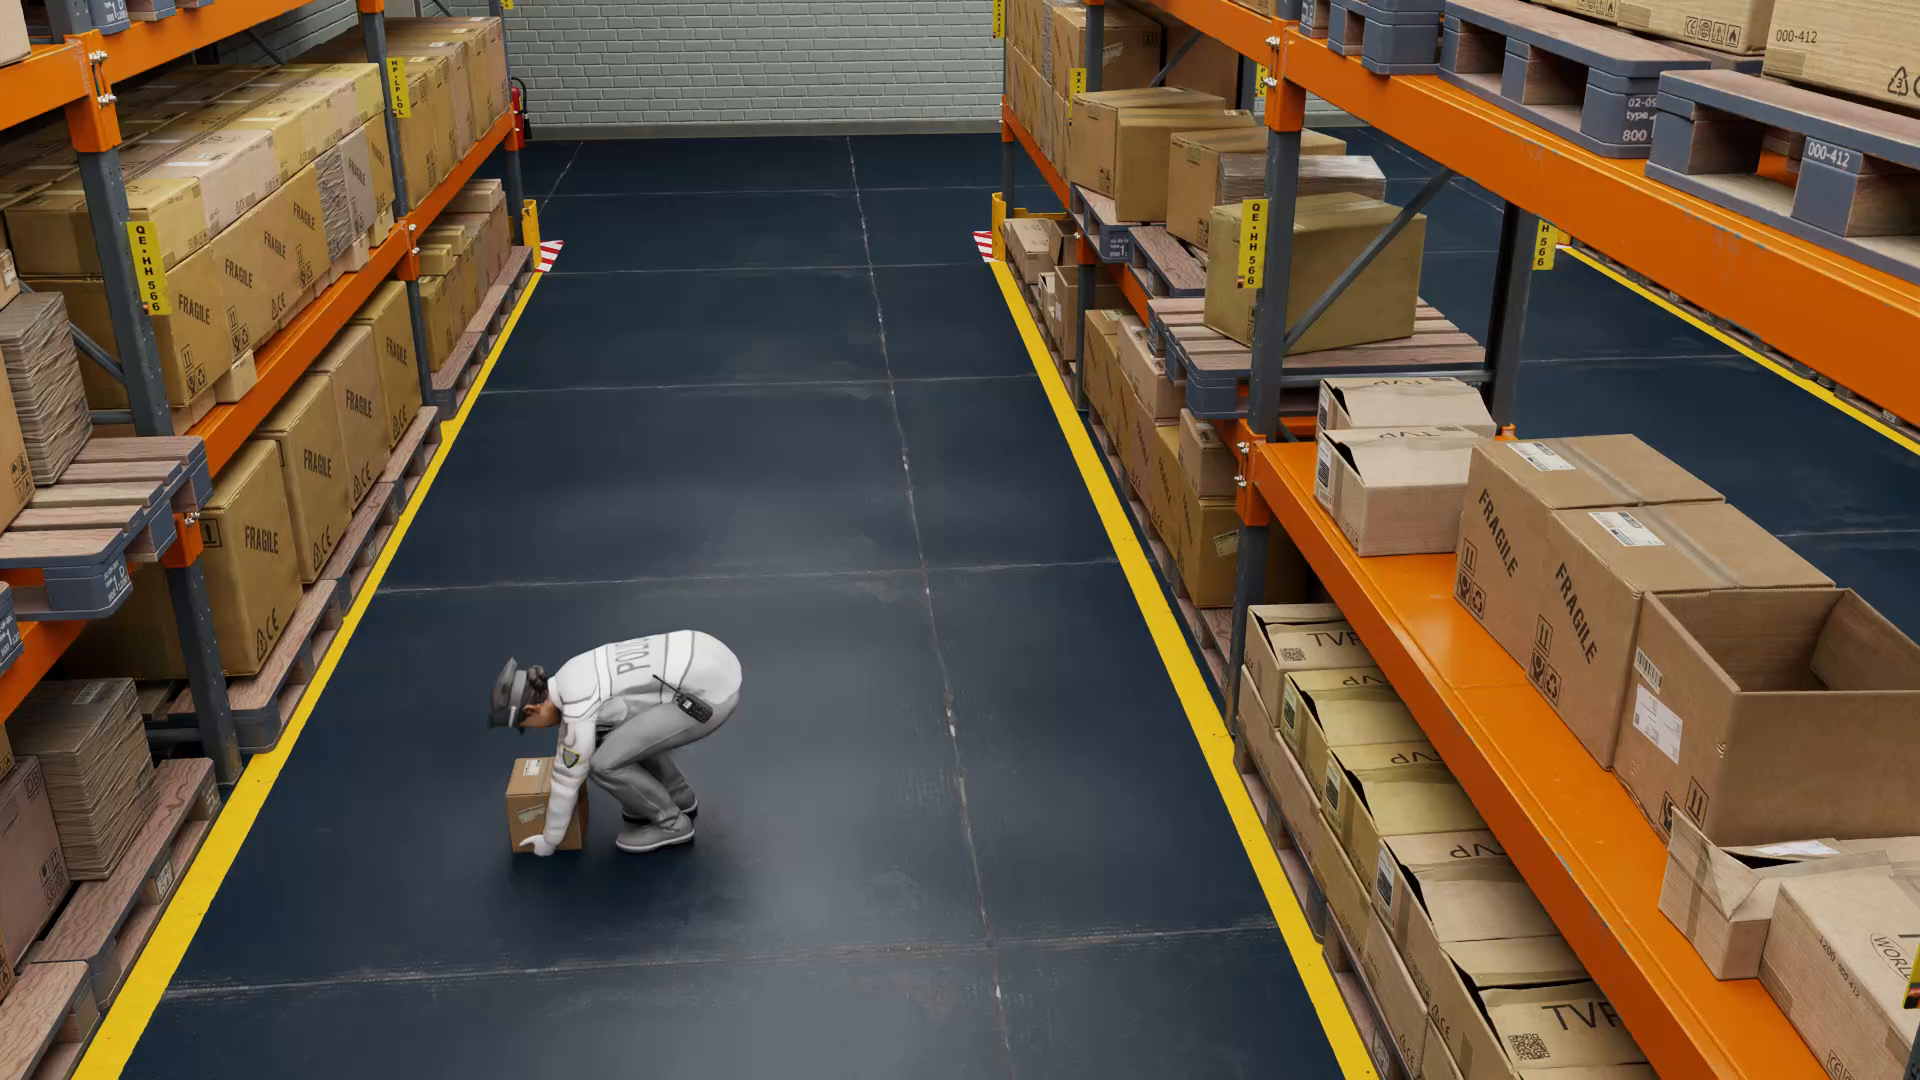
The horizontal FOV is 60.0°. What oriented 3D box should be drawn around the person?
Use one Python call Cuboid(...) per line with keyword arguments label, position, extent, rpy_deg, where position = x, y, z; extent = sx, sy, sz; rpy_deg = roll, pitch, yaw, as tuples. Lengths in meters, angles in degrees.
Cuboid(label="person", position=(-1.240, 0.740, 6.055), extent=(0.910, 0.783, 0.443), rpy_deg=(-3, 24, -7))
